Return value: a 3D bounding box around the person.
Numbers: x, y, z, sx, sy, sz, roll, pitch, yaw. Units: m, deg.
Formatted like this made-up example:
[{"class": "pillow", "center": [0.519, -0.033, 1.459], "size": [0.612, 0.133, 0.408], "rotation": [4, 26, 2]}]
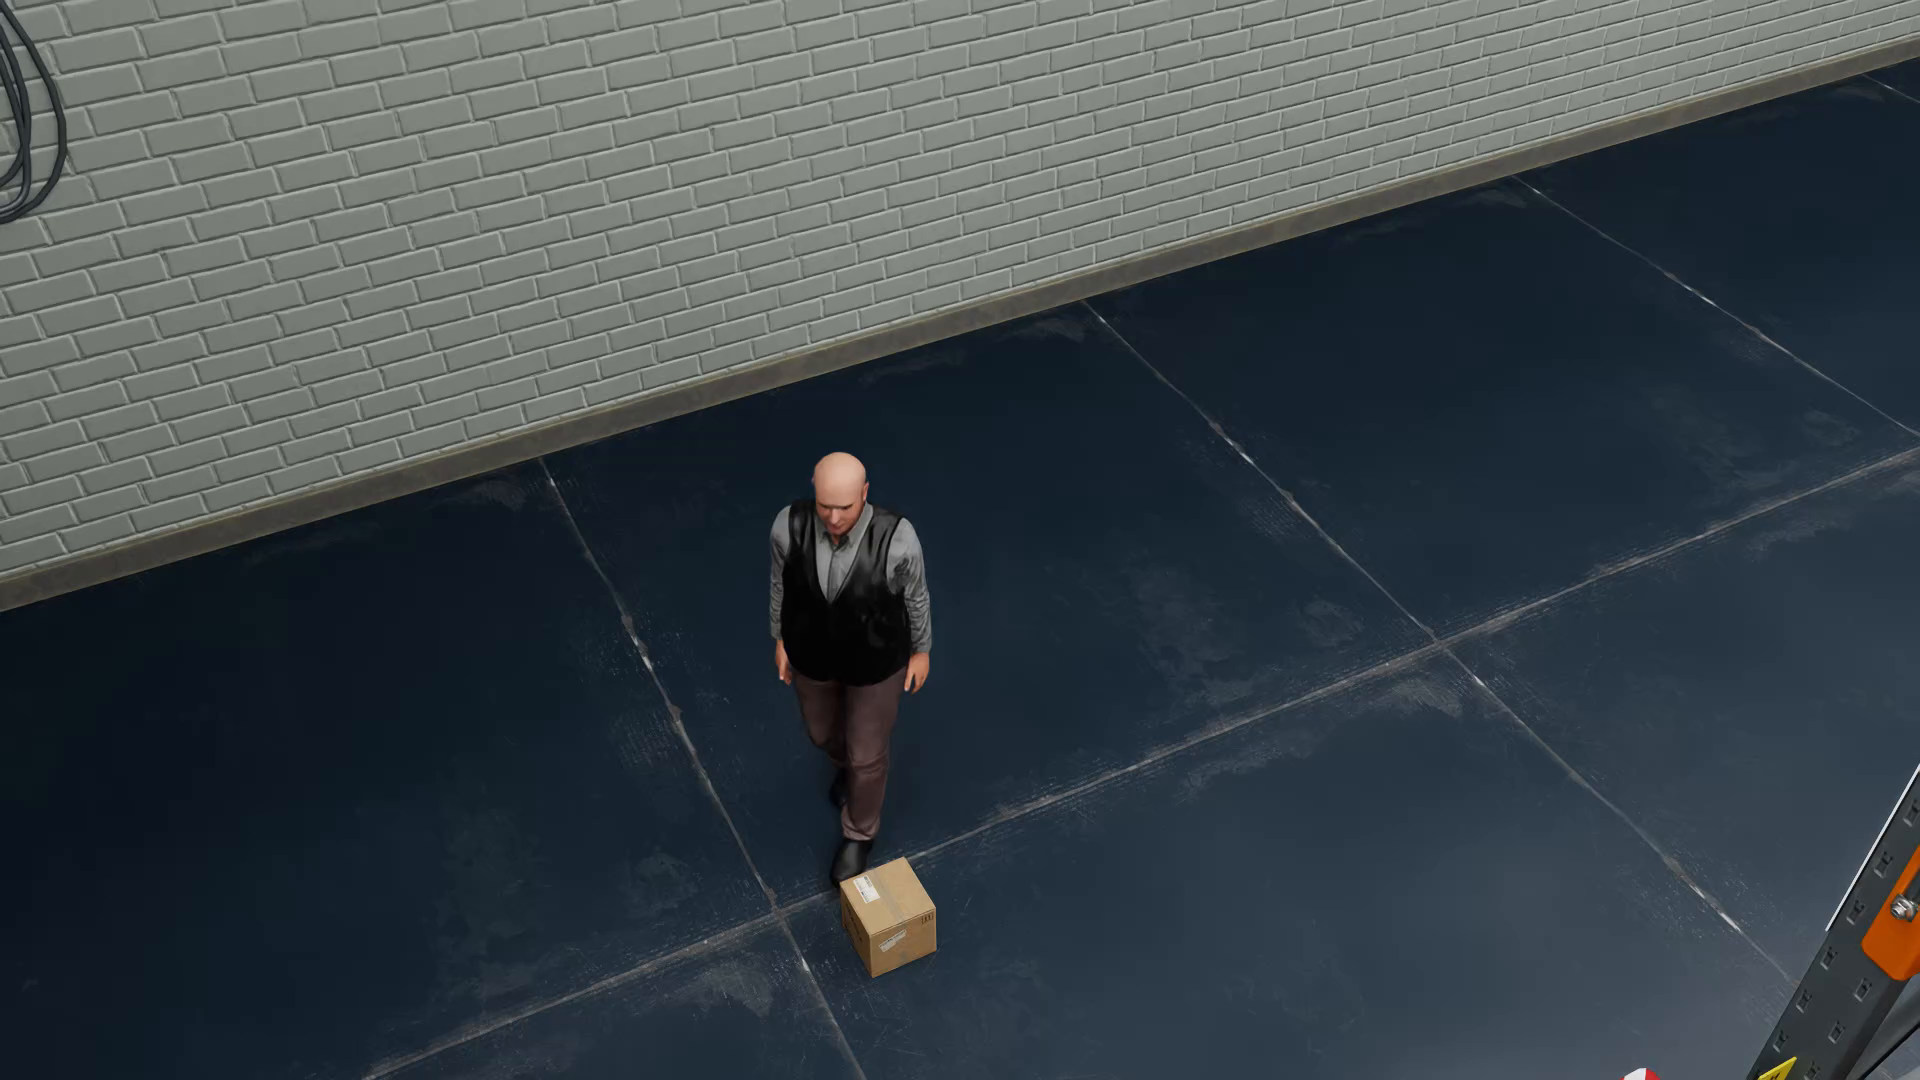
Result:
[{"class": "person", "center": [-0.388, 0.420, 5.695], "size": [0.558, 1.719, 0.659], "rotation": [9, 42, 10]}]
